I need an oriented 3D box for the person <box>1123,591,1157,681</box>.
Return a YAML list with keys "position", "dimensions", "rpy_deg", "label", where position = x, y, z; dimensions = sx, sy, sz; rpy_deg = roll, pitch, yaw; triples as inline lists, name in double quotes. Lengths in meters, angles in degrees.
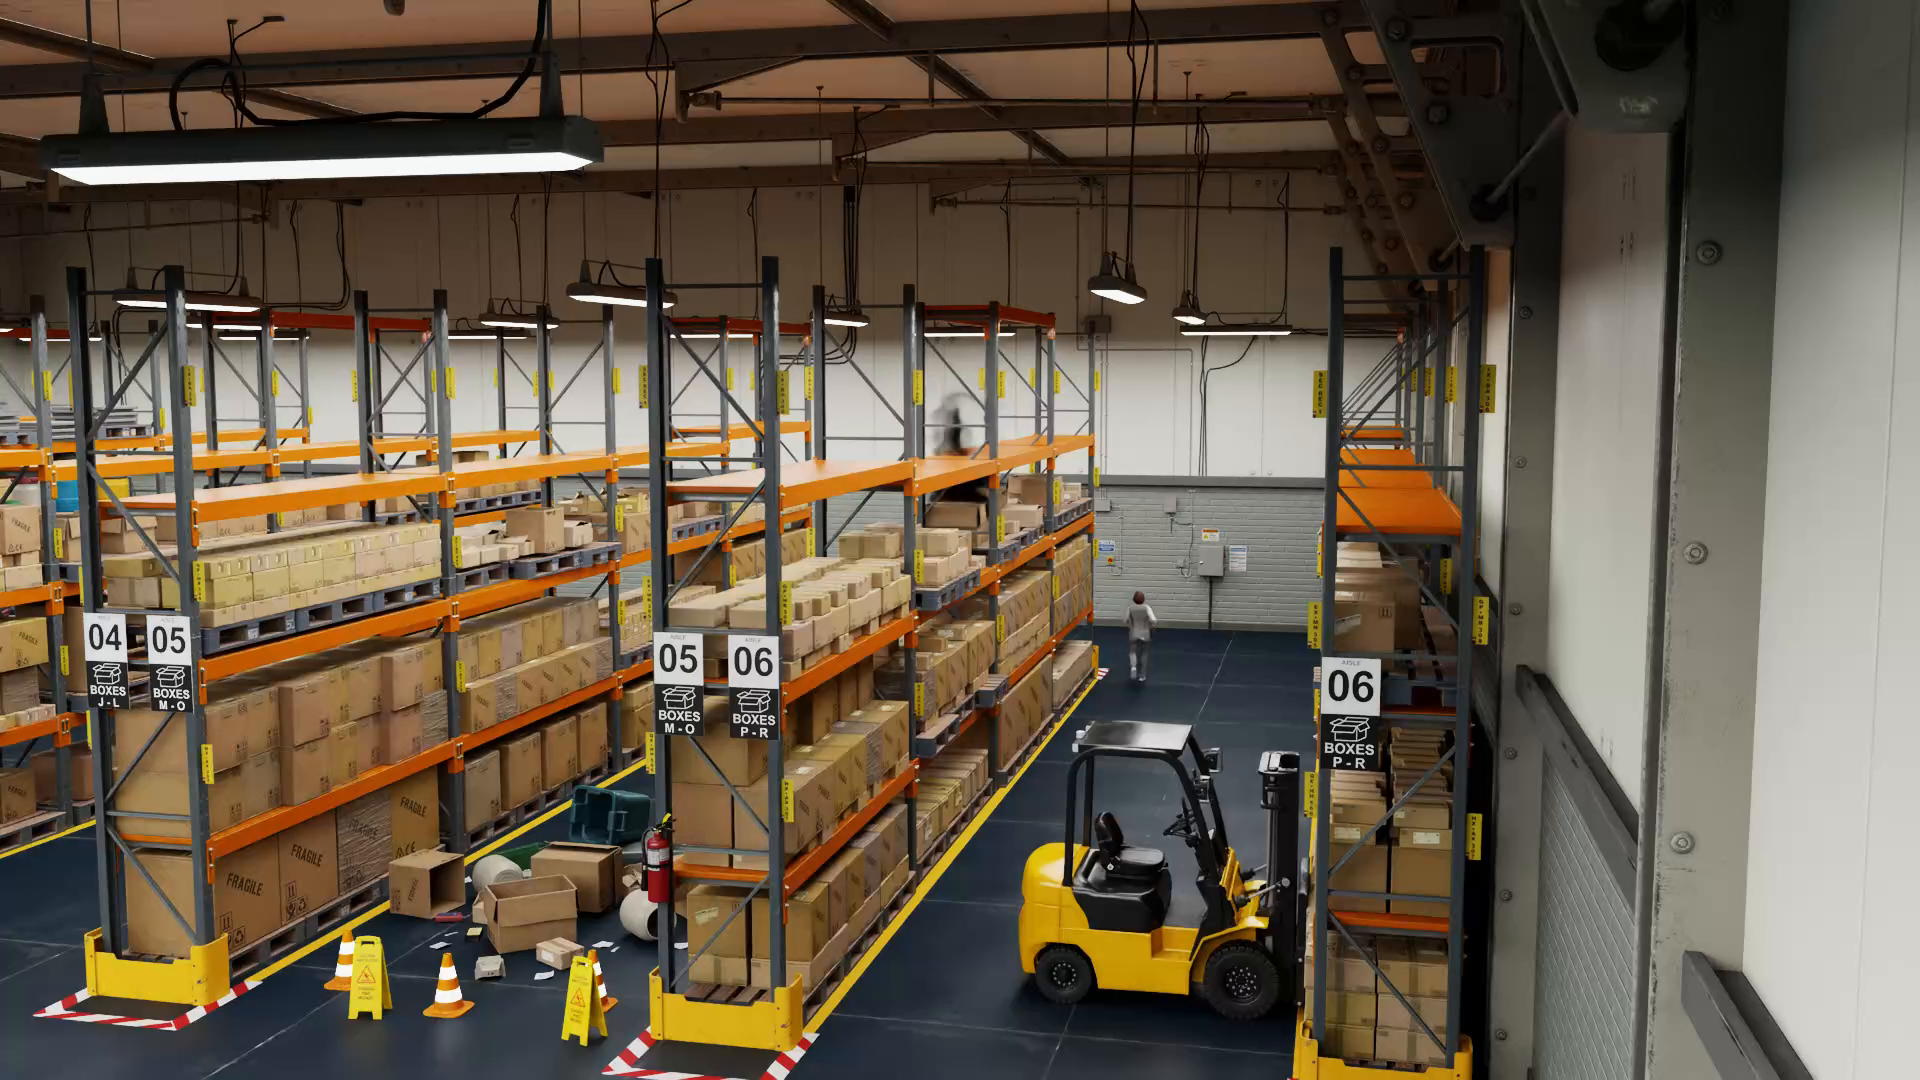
- position: [2.996, 1.601, 27.622]
  dimensions: [0.568, 1.556, 0.749]
  rpy_deg: [1, 6, 11]
  label: "person"
